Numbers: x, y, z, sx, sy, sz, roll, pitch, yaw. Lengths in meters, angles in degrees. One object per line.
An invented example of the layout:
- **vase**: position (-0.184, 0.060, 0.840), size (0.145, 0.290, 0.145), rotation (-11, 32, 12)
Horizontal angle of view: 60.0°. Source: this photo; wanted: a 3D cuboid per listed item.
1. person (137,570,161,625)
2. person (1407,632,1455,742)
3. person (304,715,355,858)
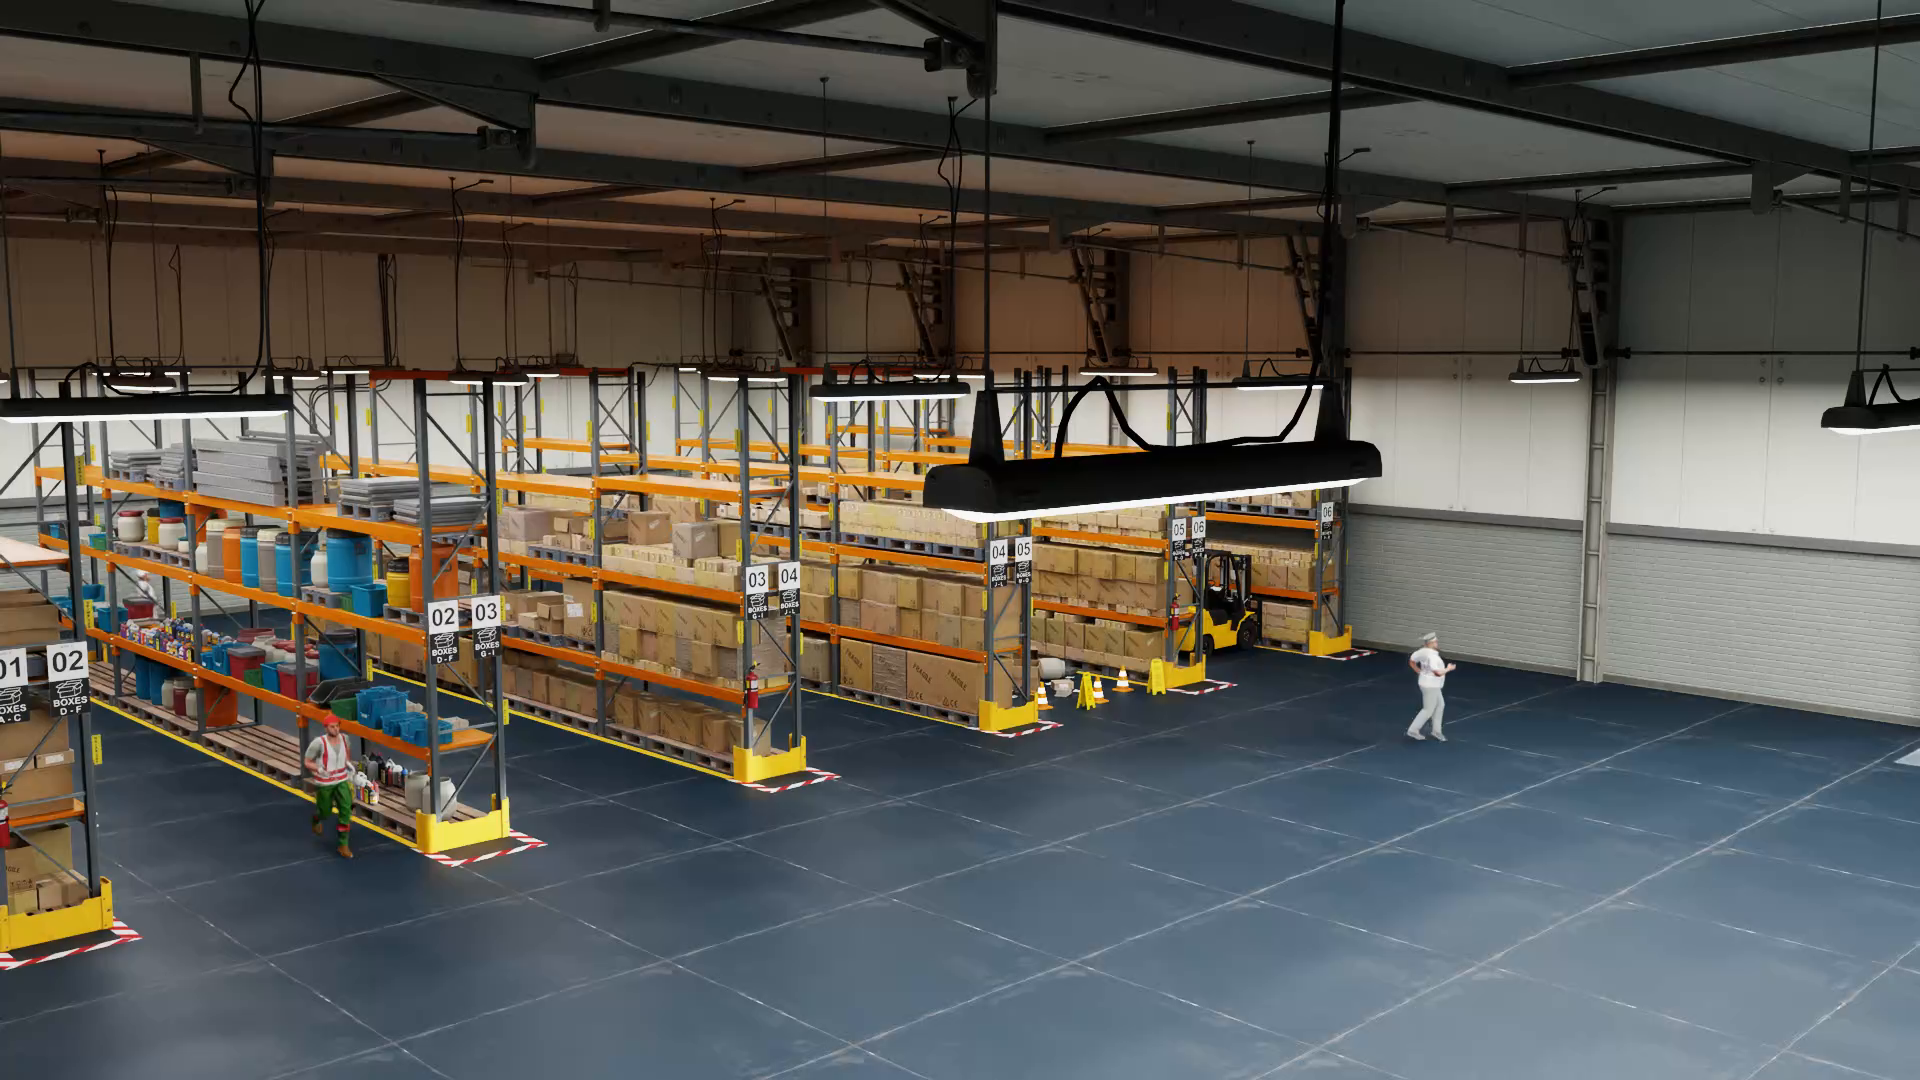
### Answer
- **person**: position (-17.367, 1.471, 35.434), size (0.665, 1.740, 0.657), rotation (-4, 8, -32)
- **person**: position (7.630, 2.406, 26.982), size (0.763, 1.840, 0.642), rotation (0, 6, -1)
- **person**: position (-7.994, 3.080, 21.126), size (0.664, 1.776, 1.021), rotation (-6, 9, -45)
